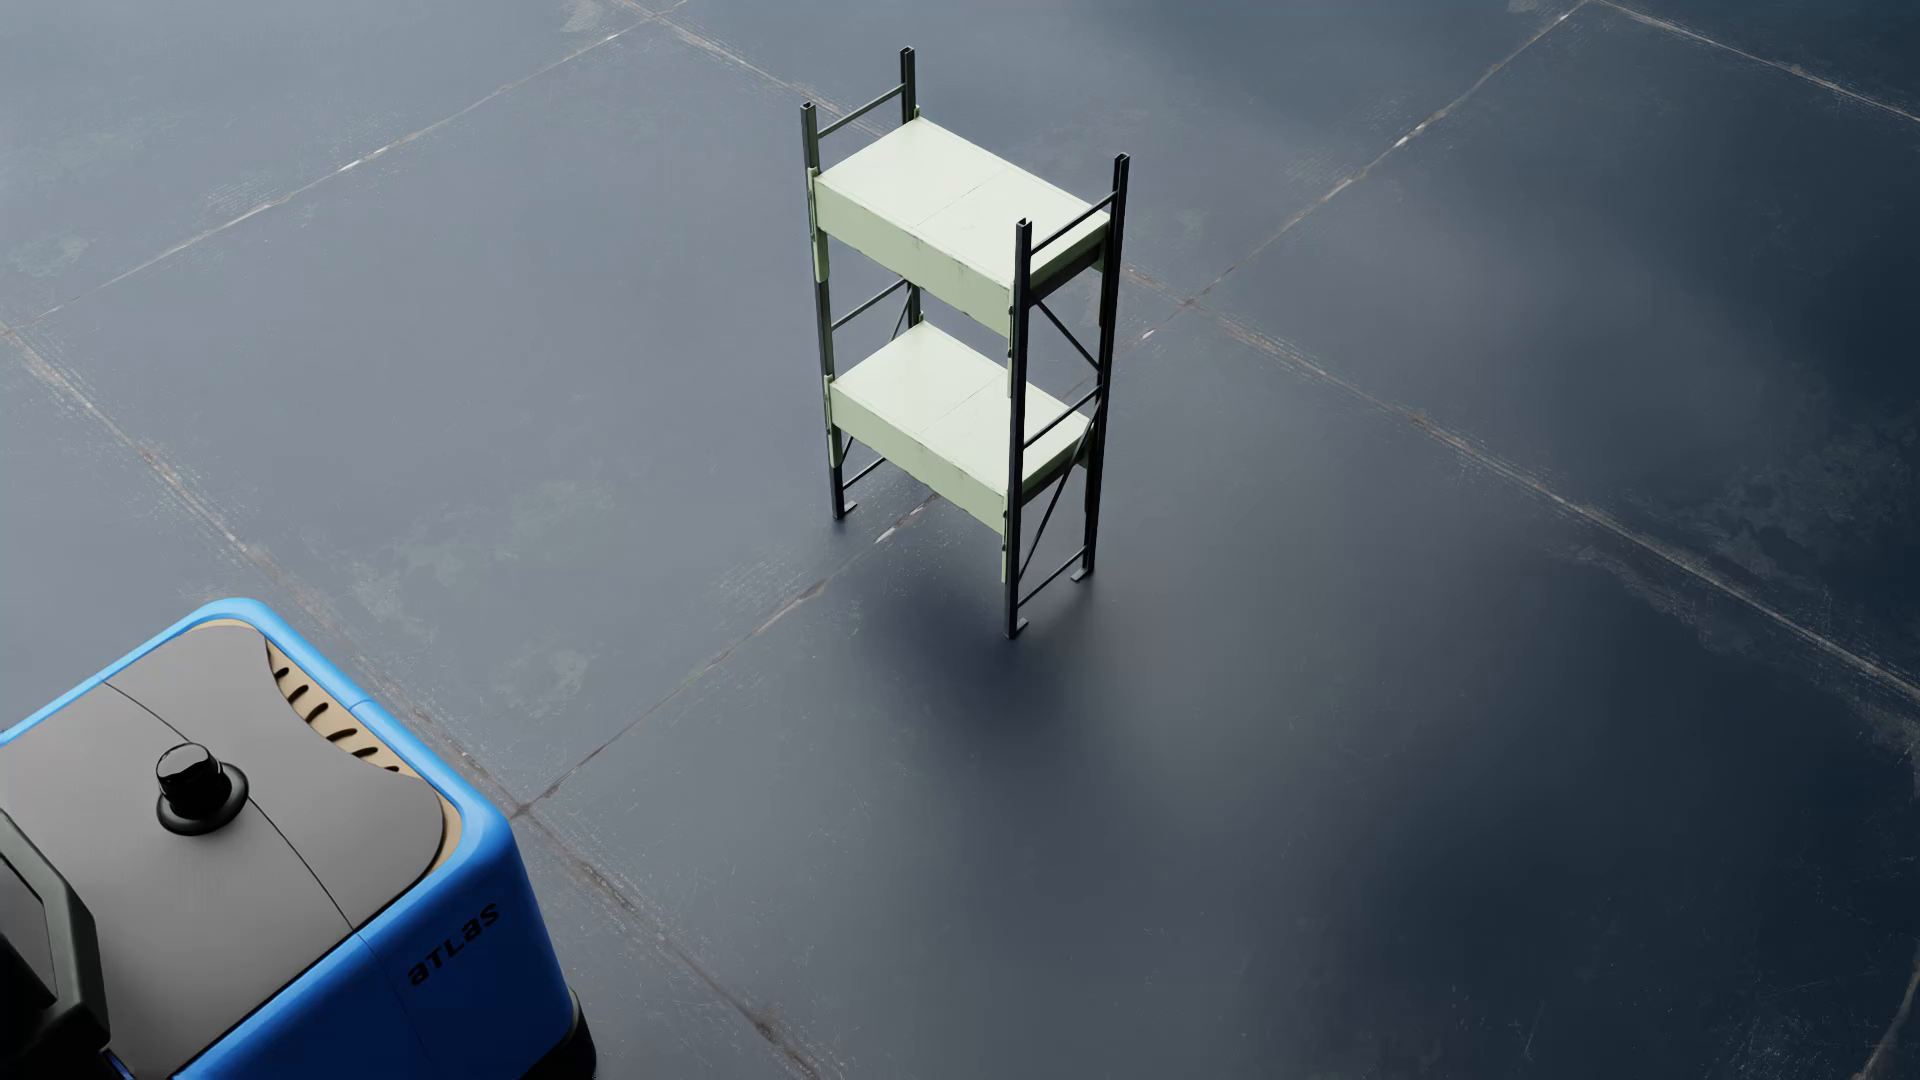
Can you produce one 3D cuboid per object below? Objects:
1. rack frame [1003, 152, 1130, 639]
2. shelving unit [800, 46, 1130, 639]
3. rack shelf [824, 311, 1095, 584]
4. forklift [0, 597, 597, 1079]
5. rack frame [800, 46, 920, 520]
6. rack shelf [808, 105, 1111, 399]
[{"bbox_3d":[0.274,-0.329,4.530,0.023,1.500,0.400,34,55,28],"label":"rack frame"},{"bbox_3d":[0.005,-0.510,4.700,0.755,1.500,0.431,34,55,28],"label":"shelving unit"},{"bbox_3d":[0.005,-0.287,4.938,0.720,0.370,0.431,34,55,28],"label":"rack shelf"},{"bbox_3d":[-2.217,0.873,2.420,1.130,2.935,3.031,33,55,27],"label":"forklift"},{"bbox_3d":[-0.264,-0.691,4.870,0.023,1.500,0.400,34,55,28],"label":"rack frame"},{"bbox_3d":[0.005,-0.777,4.416,0.720,0.370,0.431,34,55,28],"label":"rack shelf"}]
